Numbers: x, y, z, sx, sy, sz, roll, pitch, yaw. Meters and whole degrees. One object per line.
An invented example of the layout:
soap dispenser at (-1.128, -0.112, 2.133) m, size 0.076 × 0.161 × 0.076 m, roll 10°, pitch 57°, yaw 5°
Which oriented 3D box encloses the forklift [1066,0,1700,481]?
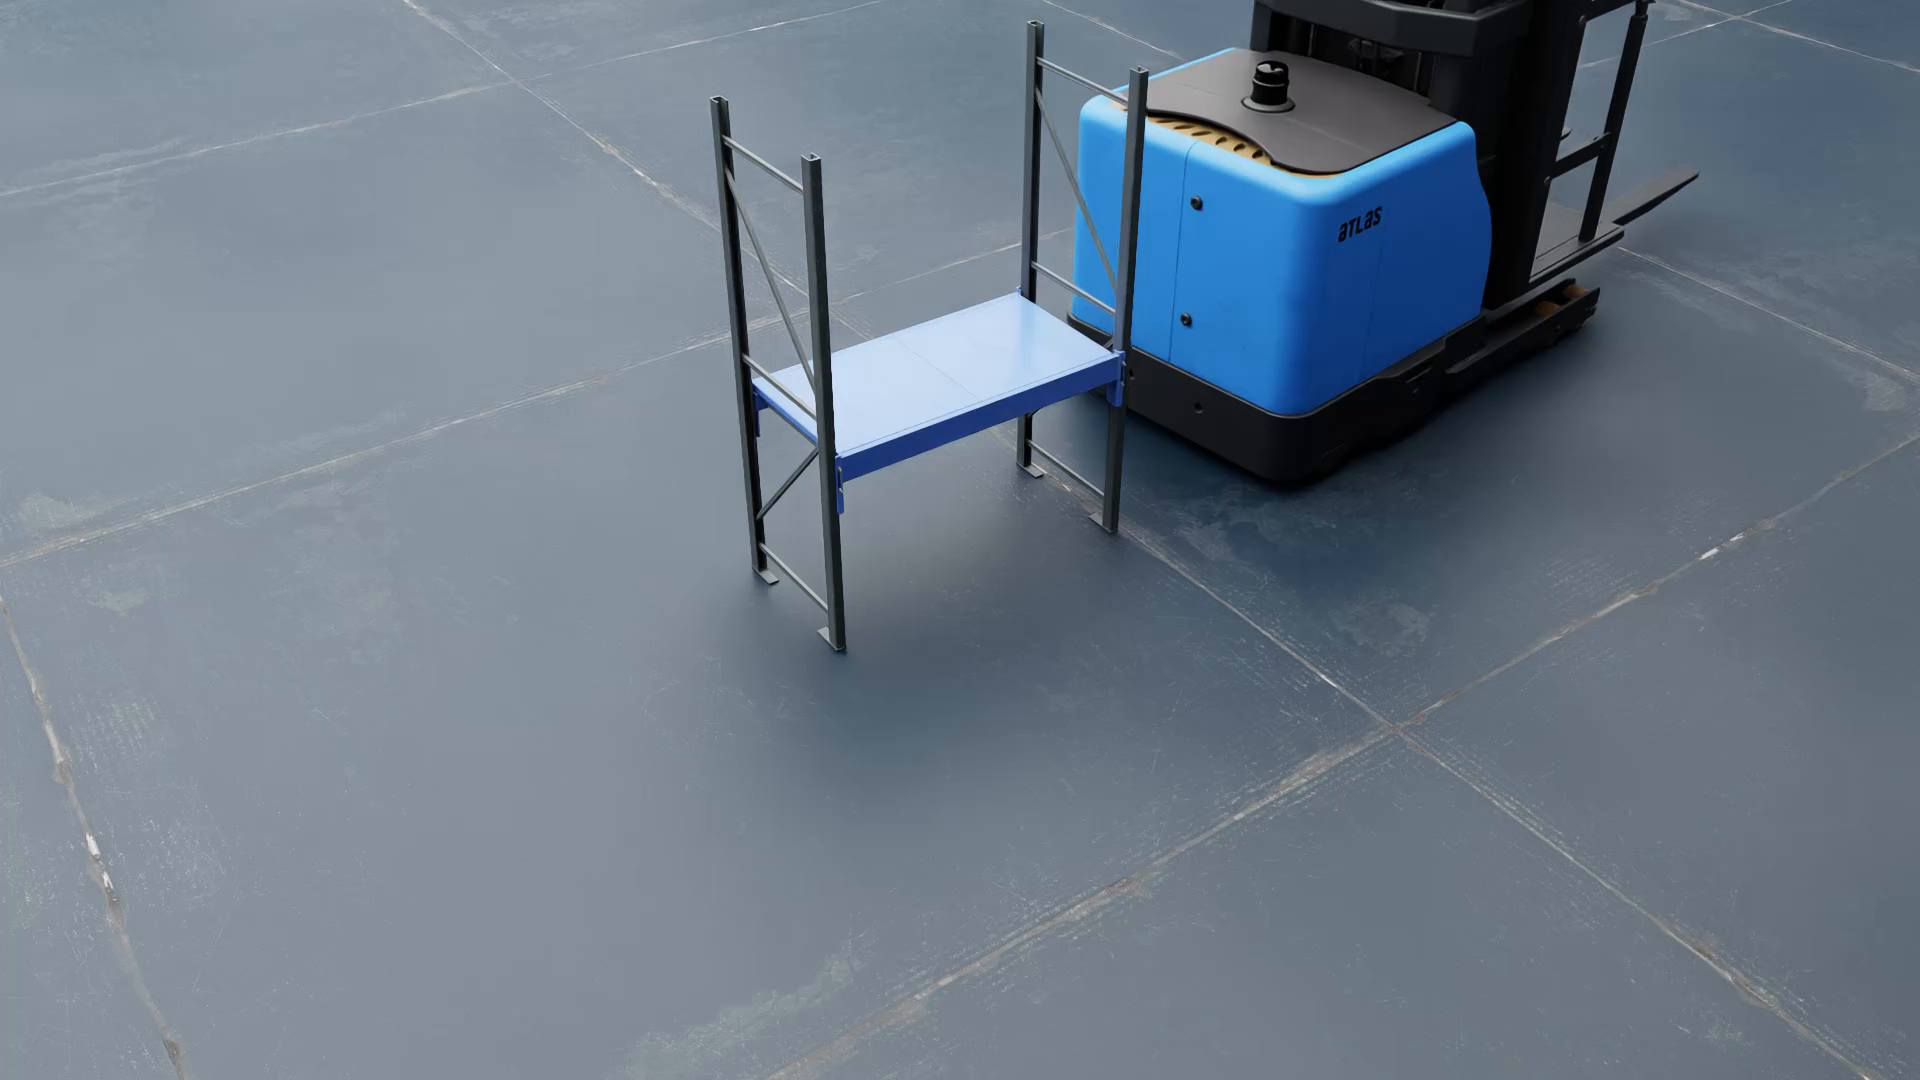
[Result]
forklift at (1.800, -2.121, 5.689) m, size 3.031 × 2.935 × 1.130 m, roll -28°, pitch 44°, yaw -33°

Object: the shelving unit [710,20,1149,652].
shelving unit at (-0.070, -0.580, 4.772) m, size 1.048 × 1.500 × 0.538 m, roll -22°, pitch 41°, yaw -28°

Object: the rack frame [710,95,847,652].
rack frame at (-0.485, -0.409, 4.534) m, size 0.032 × 1.500 × 0.500 m, roll -22°, pitch 41°, yaw -28°

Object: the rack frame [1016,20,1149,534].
rack frame at (0.346, -0.751, 5.010) m, size 0.032 × 1.500 × 0.500 m, roll -22°, pitch 41°, yaw -28°

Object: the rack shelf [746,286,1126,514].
rack shelf at (-0.070, -0.434, 4.877) m, size 1.000 × 0.185 × 0.538 m, roll -22°, pitch 41°, yaw -28°
